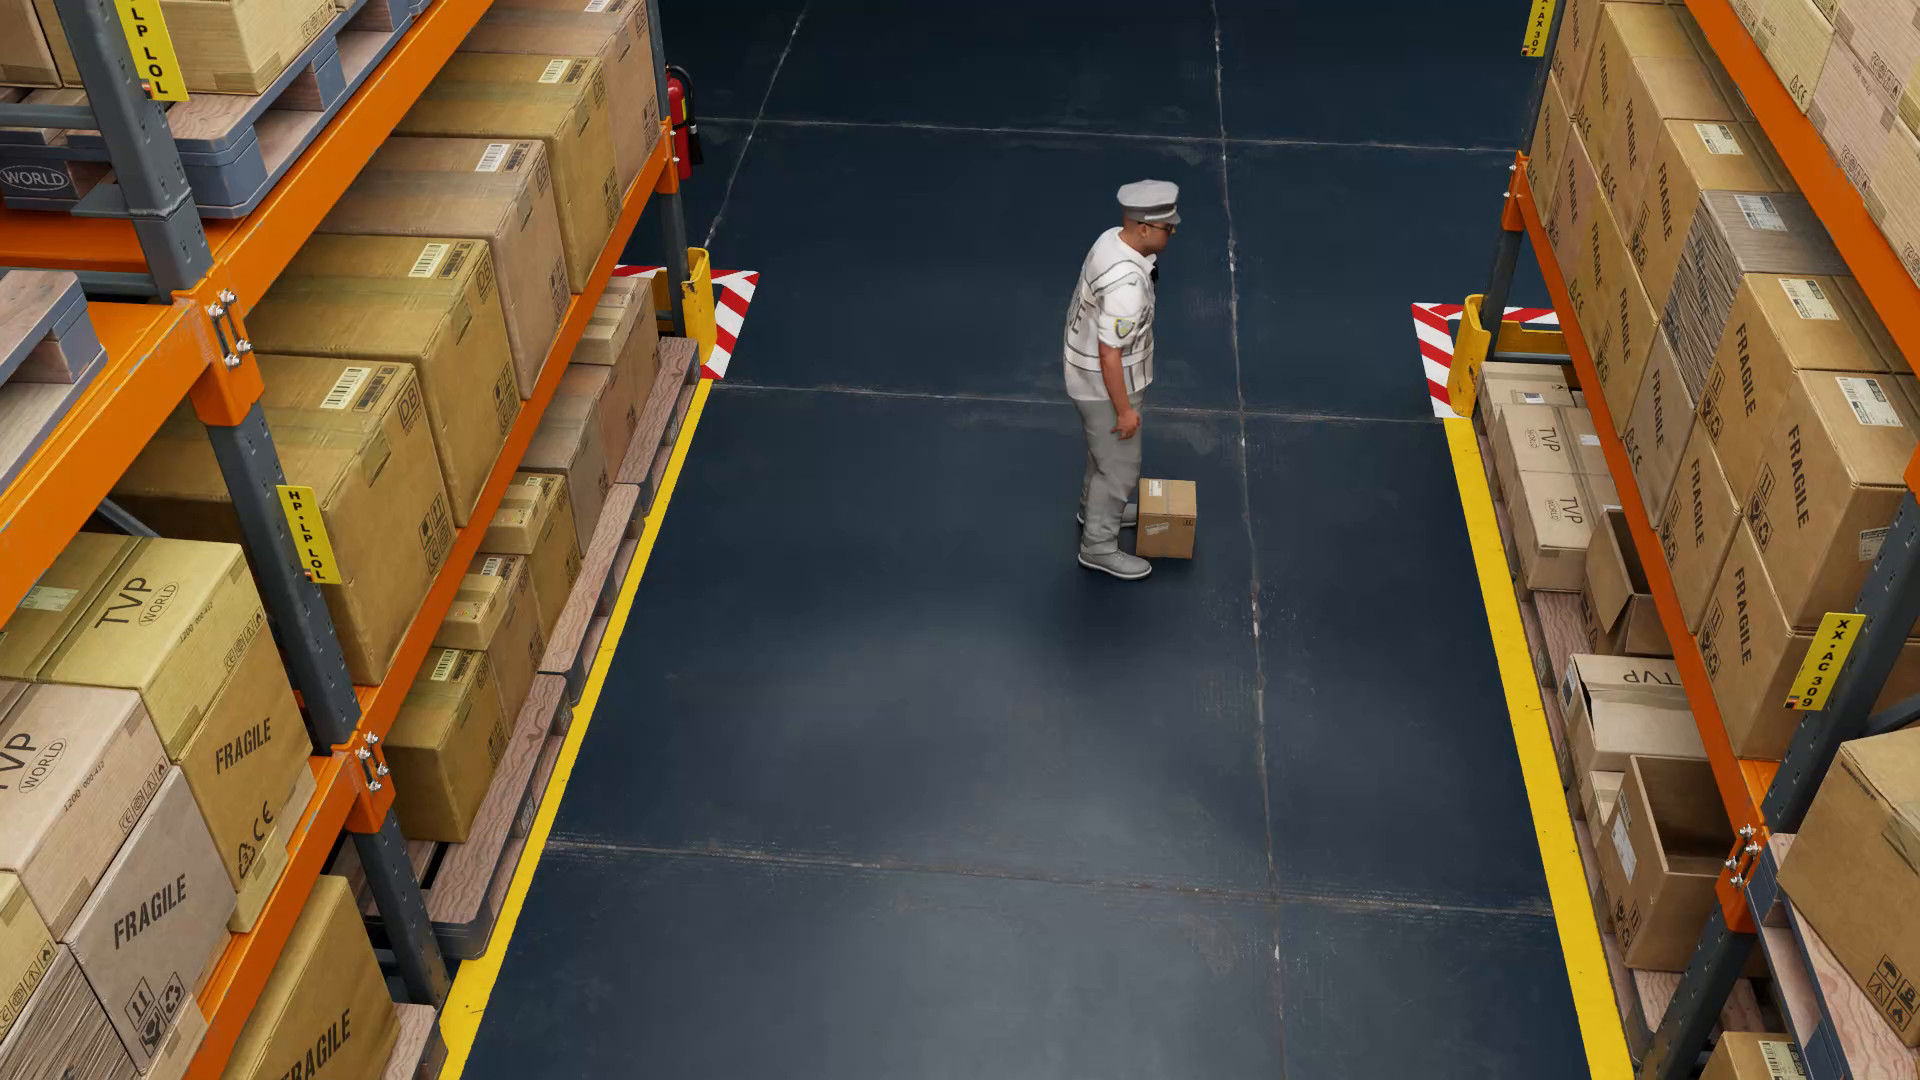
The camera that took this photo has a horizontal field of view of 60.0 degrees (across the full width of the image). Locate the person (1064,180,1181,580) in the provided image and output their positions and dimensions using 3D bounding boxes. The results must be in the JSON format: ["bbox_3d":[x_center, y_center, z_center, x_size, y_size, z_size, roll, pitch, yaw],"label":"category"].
[{"bbox_3d":[0.647,-0.683,6.969,0.432,1.748,0.585,3,40,4],"label":"person"}]
